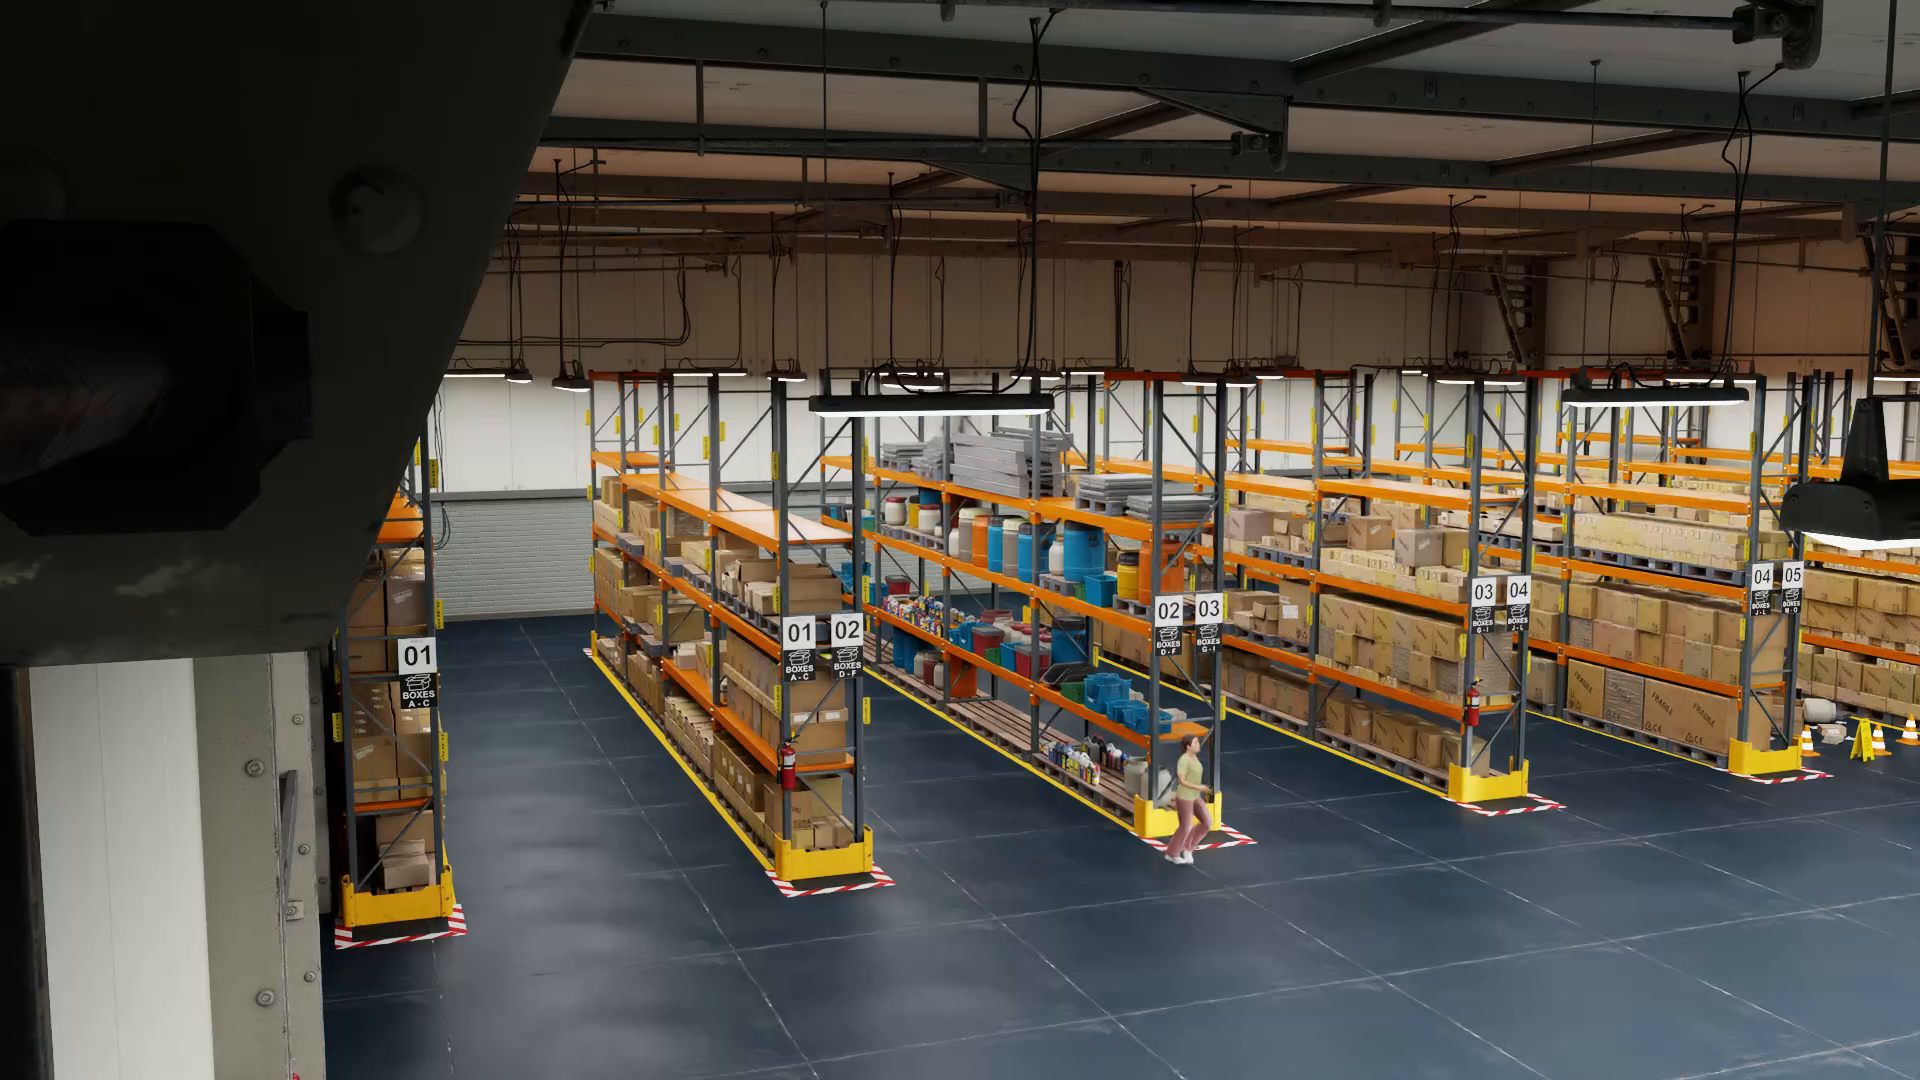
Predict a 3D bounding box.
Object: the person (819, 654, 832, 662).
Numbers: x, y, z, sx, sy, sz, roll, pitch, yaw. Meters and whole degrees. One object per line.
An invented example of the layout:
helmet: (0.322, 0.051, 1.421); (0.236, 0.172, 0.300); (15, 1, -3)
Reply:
person: (-2.431, 2.149, 29.702); (0.669, 1.787, 0.808); (-4, 8, -33)

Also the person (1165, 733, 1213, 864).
person: (2.866, 3.214, 20.647); (0.609, 1.661, 0.605); (4, 7, 31)

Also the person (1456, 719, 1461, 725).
person: (8.761, 2.301, 28.332); (0.667, 1.756, 0.625); (-4, 8, -32)
